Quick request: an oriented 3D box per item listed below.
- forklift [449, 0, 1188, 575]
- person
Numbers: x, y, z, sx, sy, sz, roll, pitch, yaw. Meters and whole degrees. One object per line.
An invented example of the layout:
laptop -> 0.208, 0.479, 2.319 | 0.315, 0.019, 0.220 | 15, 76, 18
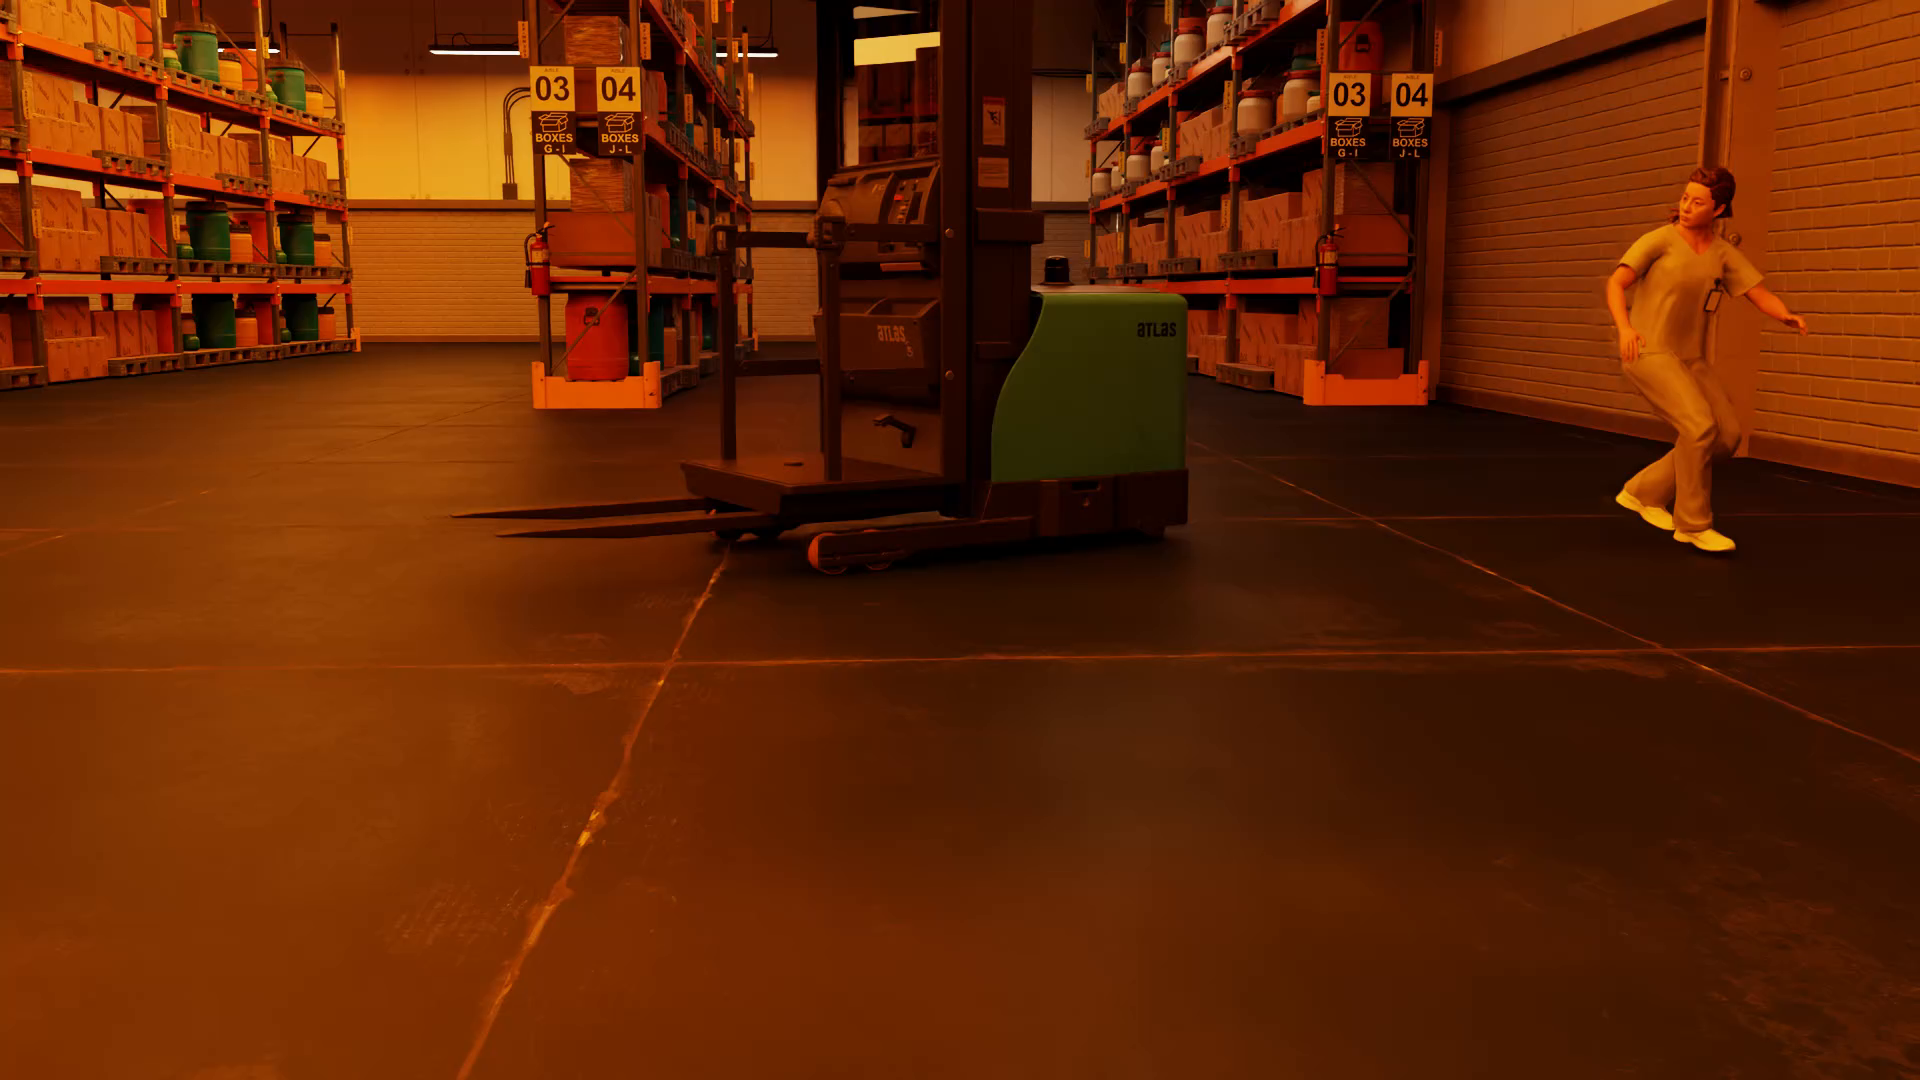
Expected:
forklift -> -0.521, -1.403, 6.779 | 3.031, 2.935, 1.130 | -5, 10, -31
person -> 3.004, -0.742, 6.832 | 0.753, 1.553, 0.764 | -4, 9, -24
